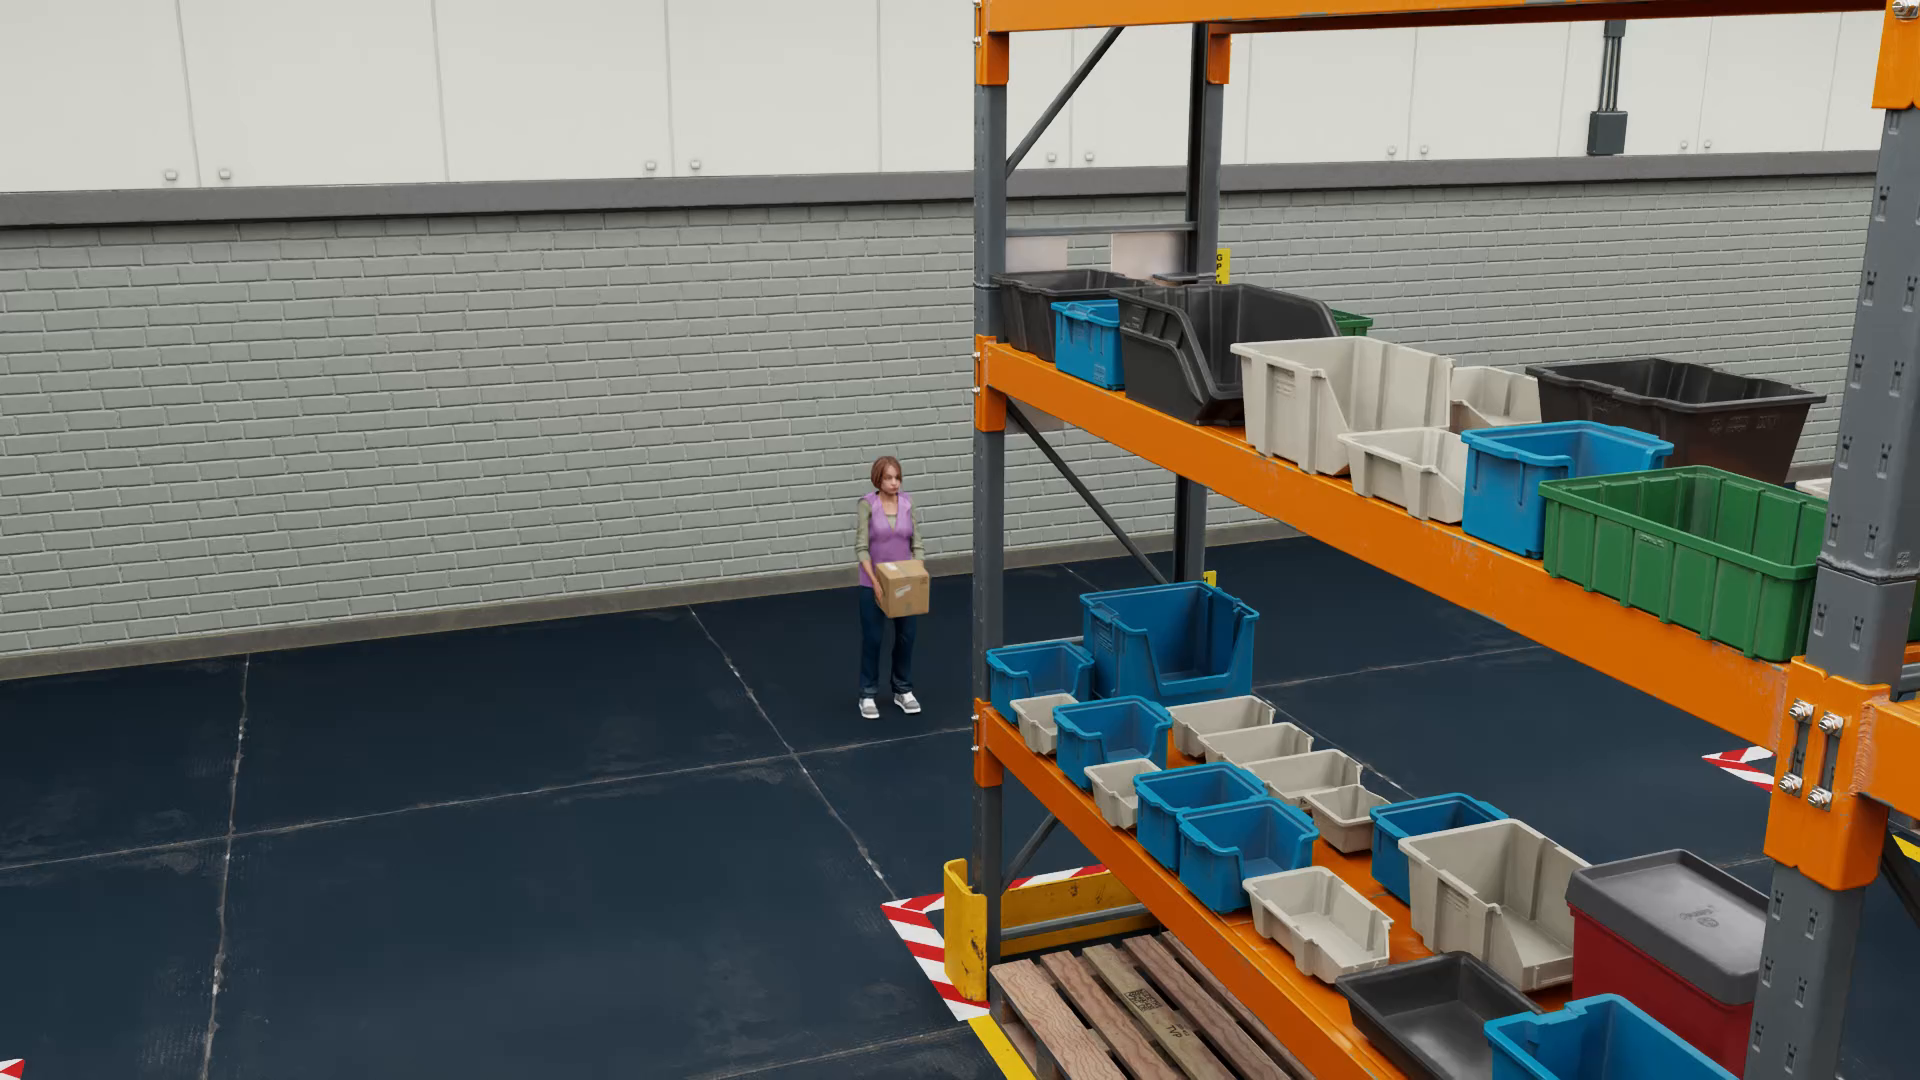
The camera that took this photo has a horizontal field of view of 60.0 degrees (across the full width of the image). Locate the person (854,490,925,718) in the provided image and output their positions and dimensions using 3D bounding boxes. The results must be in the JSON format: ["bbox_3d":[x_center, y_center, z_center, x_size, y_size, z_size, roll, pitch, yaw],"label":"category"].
[{"bbox_3d":[-4.471,0.355,6.874,10.230,3.194,3.135,-6,17,-21],"label":"person"}]
